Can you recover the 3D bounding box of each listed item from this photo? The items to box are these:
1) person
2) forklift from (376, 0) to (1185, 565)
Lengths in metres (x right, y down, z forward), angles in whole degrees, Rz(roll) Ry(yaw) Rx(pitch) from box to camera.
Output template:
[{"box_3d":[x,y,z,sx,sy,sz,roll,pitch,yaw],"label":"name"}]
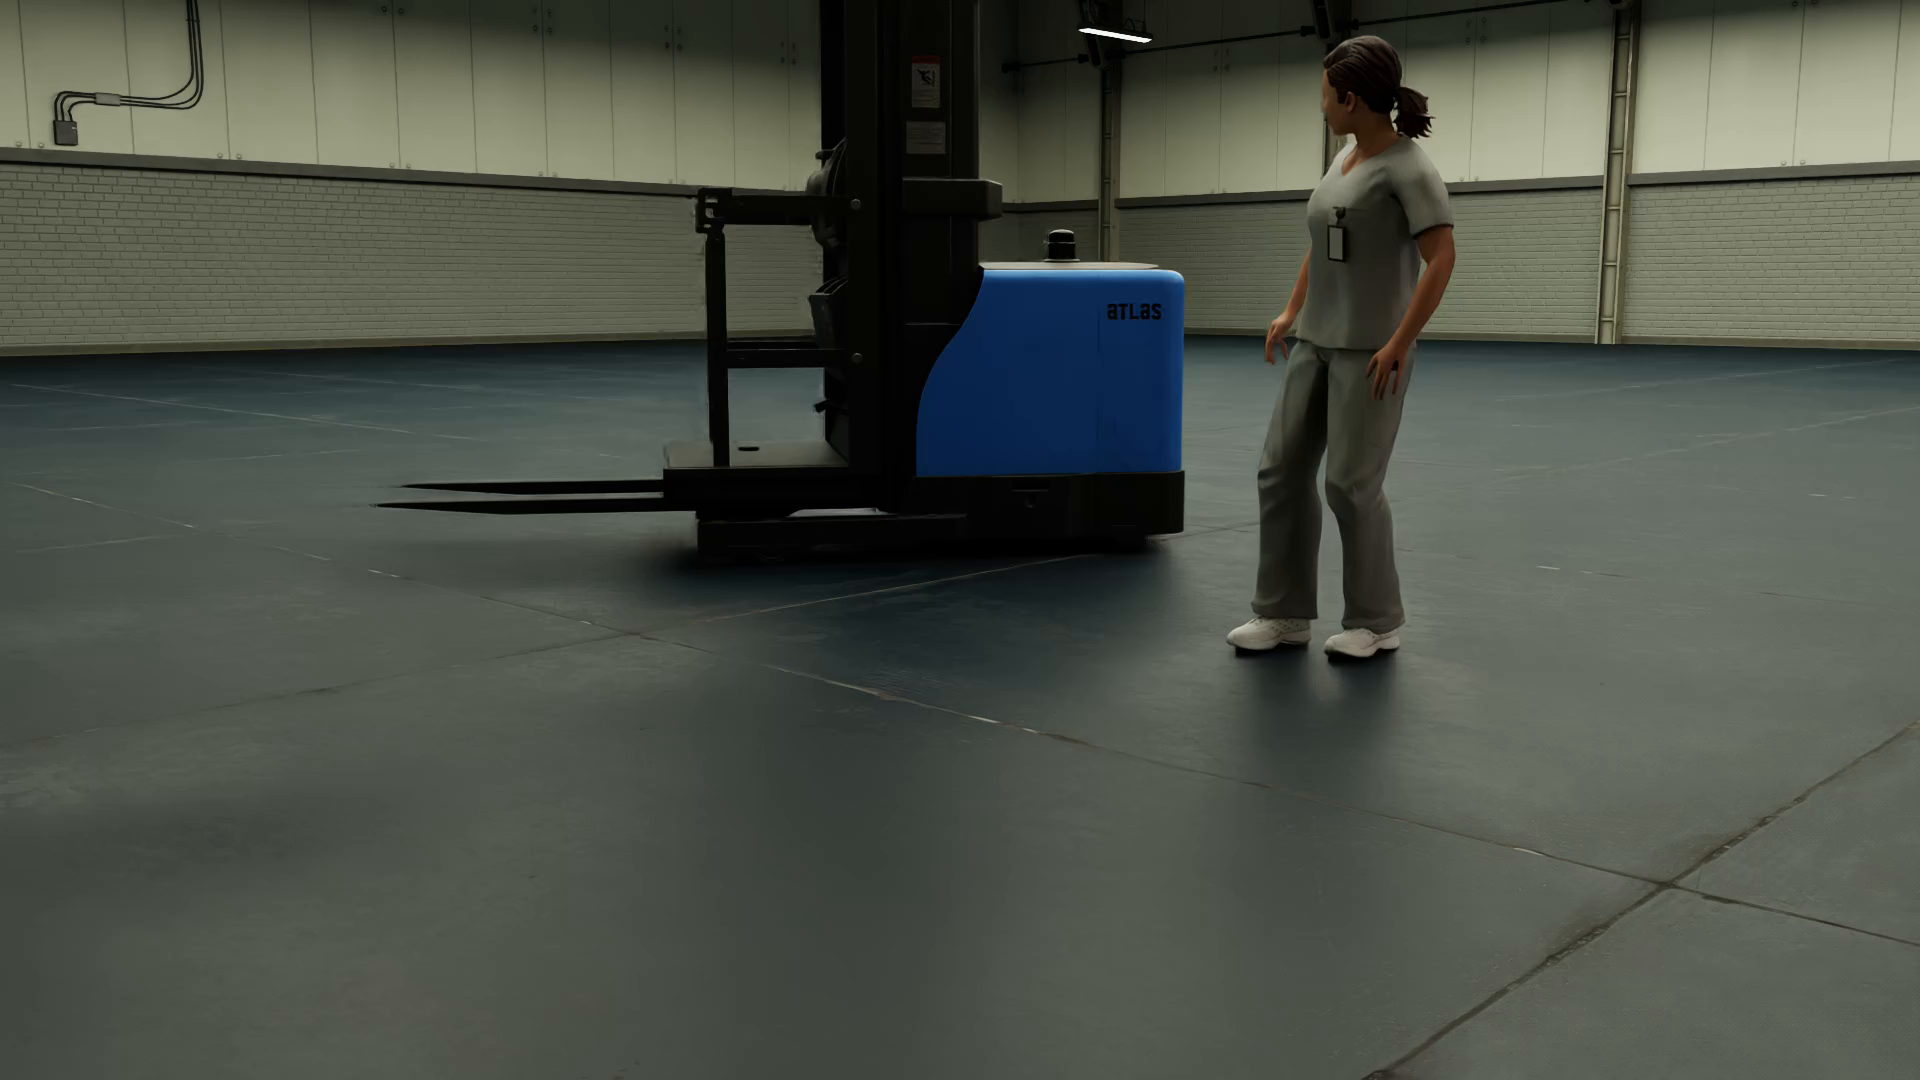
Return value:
[{"box_3d":[1.017,-0.501,4.503,0.482,1.653,0.646,-4,10,-27],"label":"person"},{"box_3d":[-0.693,-1.443,6.459,3.031,2.935,1.130,-1,9,-9],"label":"forklift"}]
